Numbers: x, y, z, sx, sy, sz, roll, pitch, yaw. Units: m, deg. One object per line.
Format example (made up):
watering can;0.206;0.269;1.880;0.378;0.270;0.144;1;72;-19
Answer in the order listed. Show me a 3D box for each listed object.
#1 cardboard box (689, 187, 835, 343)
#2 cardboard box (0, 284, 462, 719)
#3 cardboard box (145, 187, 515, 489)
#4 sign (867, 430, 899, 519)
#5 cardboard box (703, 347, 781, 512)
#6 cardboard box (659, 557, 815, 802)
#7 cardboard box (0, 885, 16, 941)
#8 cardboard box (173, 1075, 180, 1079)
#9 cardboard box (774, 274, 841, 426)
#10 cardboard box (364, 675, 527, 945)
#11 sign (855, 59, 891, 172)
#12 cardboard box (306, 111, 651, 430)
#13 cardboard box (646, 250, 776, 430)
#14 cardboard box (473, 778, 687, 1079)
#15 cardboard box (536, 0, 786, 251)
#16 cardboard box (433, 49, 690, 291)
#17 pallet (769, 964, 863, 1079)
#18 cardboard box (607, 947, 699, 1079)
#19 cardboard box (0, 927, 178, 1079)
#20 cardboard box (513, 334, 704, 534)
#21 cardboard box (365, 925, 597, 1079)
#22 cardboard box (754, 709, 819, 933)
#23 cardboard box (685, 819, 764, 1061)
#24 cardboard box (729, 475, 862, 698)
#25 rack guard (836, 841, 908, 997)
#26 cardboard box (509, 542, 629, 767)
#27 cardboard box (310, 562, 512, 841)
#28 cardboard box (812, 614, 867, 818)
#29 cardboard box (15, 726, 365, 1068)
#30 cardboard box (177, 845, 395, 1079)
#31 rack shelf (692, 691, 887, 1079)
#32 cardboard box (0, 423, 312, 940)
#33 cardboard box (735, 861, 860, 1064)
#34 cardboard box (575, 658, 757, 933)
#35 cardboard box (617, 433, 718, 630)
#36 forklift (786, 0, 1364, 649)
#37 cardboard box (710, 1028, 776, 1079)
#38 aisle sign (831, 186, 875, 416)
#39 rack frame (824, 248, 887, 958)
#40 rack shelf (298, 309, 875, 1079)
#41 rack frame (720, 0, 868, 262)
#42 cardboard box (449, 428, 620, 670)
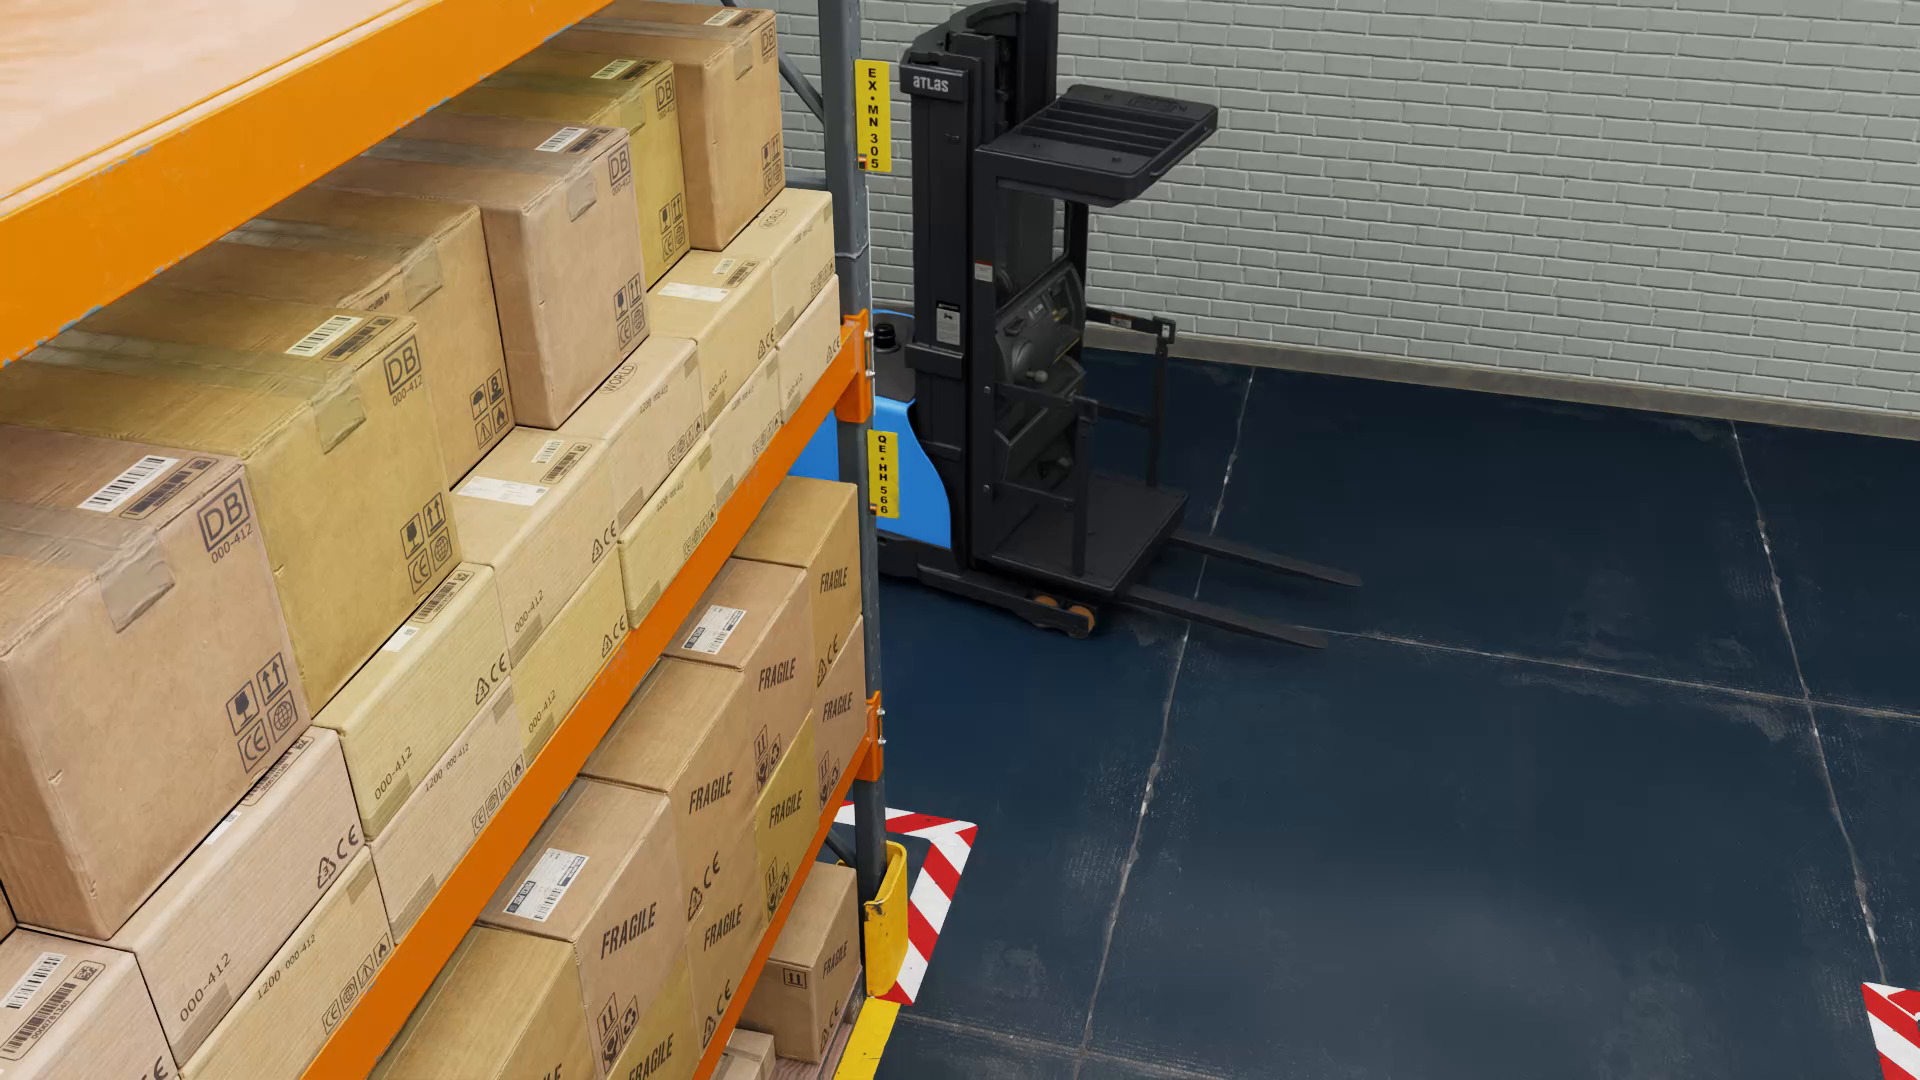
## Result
cardboard box;-0.668;-0.791;4.646;0.500;0.250;0.500;8;33;12
cardboard box;-1.328;-0.091;2.846;0.700;0.500;0.500;8;33;12
cardboard box;-1.348;-0.371;3.287;0.700;0.500;0.500;8;33;12
sign;-0.252;-0.215;5.488;0.100;0.325;0.005;8;33;12
cardboard box;-0.797;-0.321;4.372;0.500;0.250;0.500;8;33;12
cardboard box;-0.758;0.388;4.889;0.500;0.500;0.500;9;34;14
cardboard box;-1.713;0.409;2.059;0.700;0.500;0.500;8;33;12
cardboard box;-1.436;0.976;2.333;0.500;0.250;0.500;8;33;12
cardboard box;-0.659;-0.579;4.778;0.500;0.250;0.500;8;33;12
cardboard box;-1.177;0.458;3.148;0.500;0.250;0.500;8;33;12
sign;-0.252;-1.232;4.841;0.100;0.325;0.005;8;33;12
cardboard box;-1.131;-0.618;3.675;0.700;0.500;0.500;8;33;12
cardboard box;-0.794;-0.532;4.238;0.500;0.250;0.500;8;33;12
cardboard box;-1.016;0.924;4.045;0.500;0.500;0.500;9;34;14
cardboard box;-0.899;-1.140;4.496;0.700;0.500;0.500;8;33;12
cardboard box;-1.107;-0.892;4.106;0.700;0.500;0.500;8;33;12
pallet;-1.005;1.951;6.054;1.003;0.211;1.213;8;33;12
cardboard box;-1.023;1.338;4.326;0.500;0.500;0.500;8;33;12
cardboard box;-1.435;0.765;2.199;0.500;0.250;0.500;8;33;12
cardboard box;-0.925;-0.273;3.830;0.500;0.250;0.500;8;33;12
cardboard box;-1.146;1.192;3.624;0.500;0.500;0.500;7;33;11
cardboard box;-0.763;0.818;5.144;0.500;0.500;0.500;8;33;13
cardboard box;-0.894;1.076;4.738;0.500;0.500;0.500;8;33;13
cardboard box;-0.631;0.125;5.301;0.500;0.500;0.500;8;33;12
rack guard;-0.803;1.416;6.627;1.175;0.500;0.348;8;33;12
cardboard box;-1.054;0.198;3.557;0.500;0.250;0.500;8;33;12
cardboard box;-1.172;0.247;3.013;0.500;0.250;0.500;8;33;12
cardboard box;-0.634;0.548;5.568;0.500;0.500;0.500;9;34;14
cardboard box;-1.310;0.505;2.607;0.500;0.250;0.500;8;33;12
cardboard box;-1.305;0.717;2.740;0.500;0.250;0.500;8;33;12
rack shelf;-1.292;1.663;4.579;1.077;0.370;4.000;8;33;12
cardboard box;-1.449;0.169;2.437;0.700;0.500;0.500;8;33;12
cardboard box;-0.684;1.506;6.075;0.500;0.500;0.500;8;33;12
cardboard box;-0.885;0.657;4.465;0.500;0.500;0.500;9;34;14
cardboard box;-0.911;-0.060;3.962;0.500;0.250;0.500;8;33;12
forklift;0.588;-1.058;8.253;3.031;2.935;1.130;16;36;23
cardboard box;-0.874;1.845;5.853;0.380;0.166;0.250;8;33;12
aisle sign;-0.470;-0.770;5.311;0.394;0.787;0.004;8;33;12
rack frame;-0.784;0.321;6.019;1.000;3.000;0.127;8;33;12
rack shelf;-1.292;0.397;3.774;1.077;0.370;4.000;8;33;12
rack frame;-0.784;-2.211;4.409;1.000;3.000;0.127;8;33;12
cardboard box;-1.045;-0.012;3.421;0.500;0.250;0.500;8;33;12
